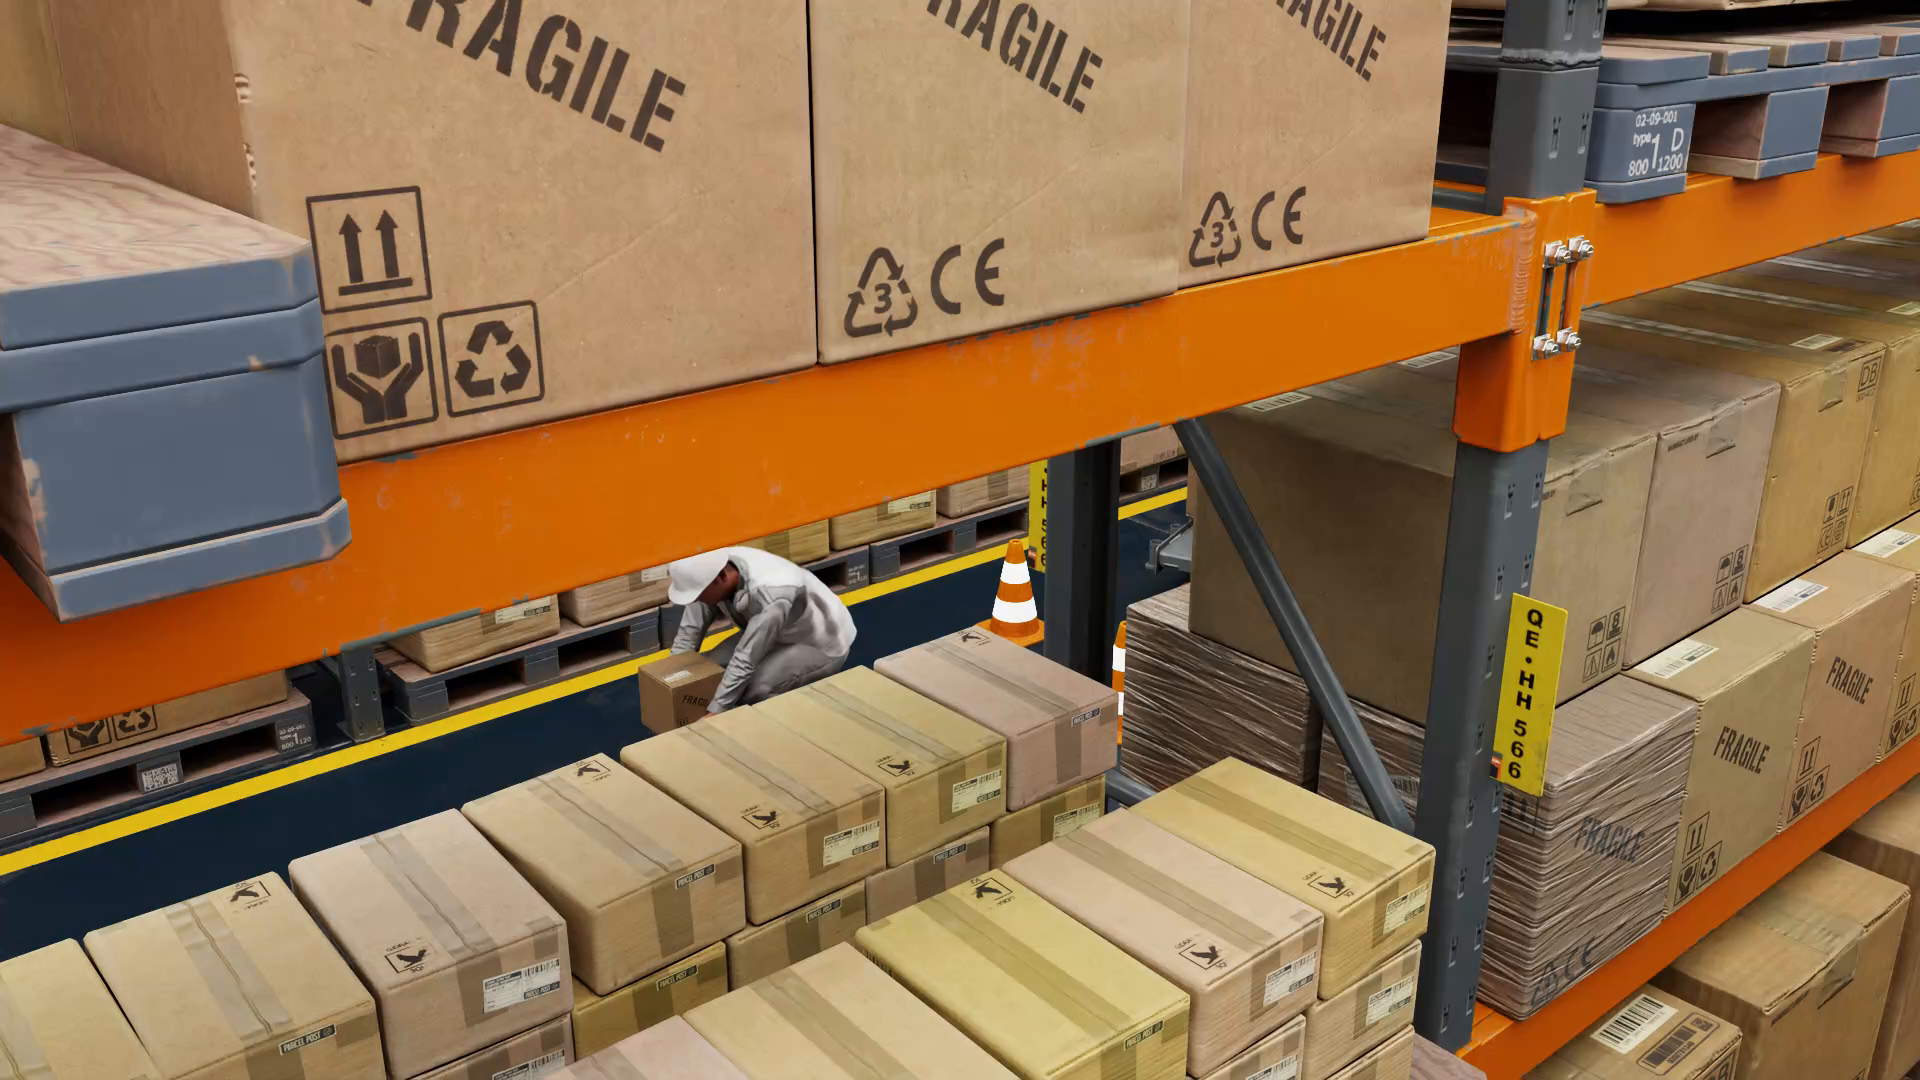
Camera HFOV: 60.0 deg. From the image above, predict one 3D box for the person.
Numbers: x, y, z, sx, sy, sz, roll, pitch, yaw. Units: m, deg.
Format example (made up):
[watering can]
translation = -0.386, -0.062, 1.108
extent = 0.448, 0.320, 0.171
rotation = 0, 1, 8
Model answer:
[person]
translation = -0.826, 0.377, 6.646
extent = 0.873, 1.010, 0.526
rotation = -17, 27, -38
